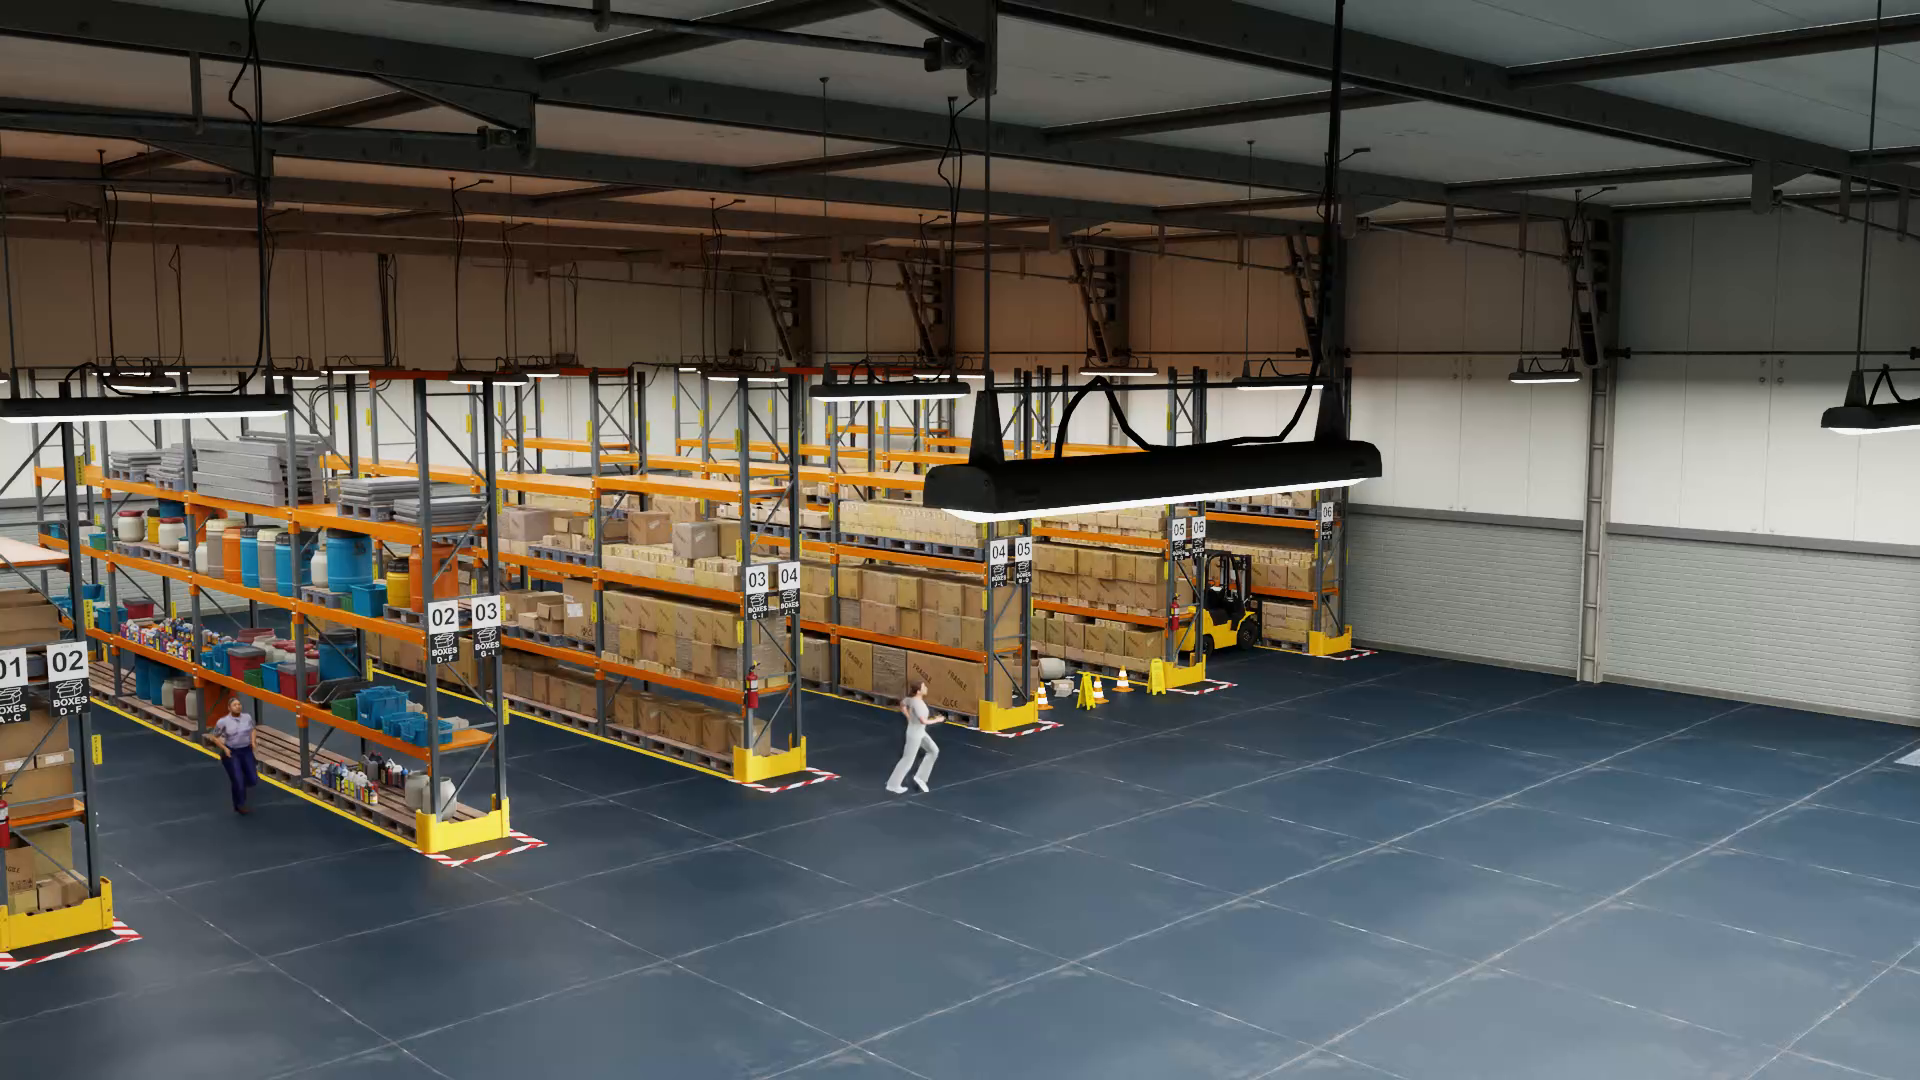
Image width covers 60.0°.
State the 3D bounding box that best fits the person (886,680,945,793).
[{"bbox_3d":[-0.641,2.815,23.833,0.844,1.665,0.577,0,6,-4],"label":"person"}]

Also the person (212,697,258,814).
[{"bbox_3d":[-9.981,2.954,22.931,0.556,1.601,0.594,6,9,45],"label":"person"}]
